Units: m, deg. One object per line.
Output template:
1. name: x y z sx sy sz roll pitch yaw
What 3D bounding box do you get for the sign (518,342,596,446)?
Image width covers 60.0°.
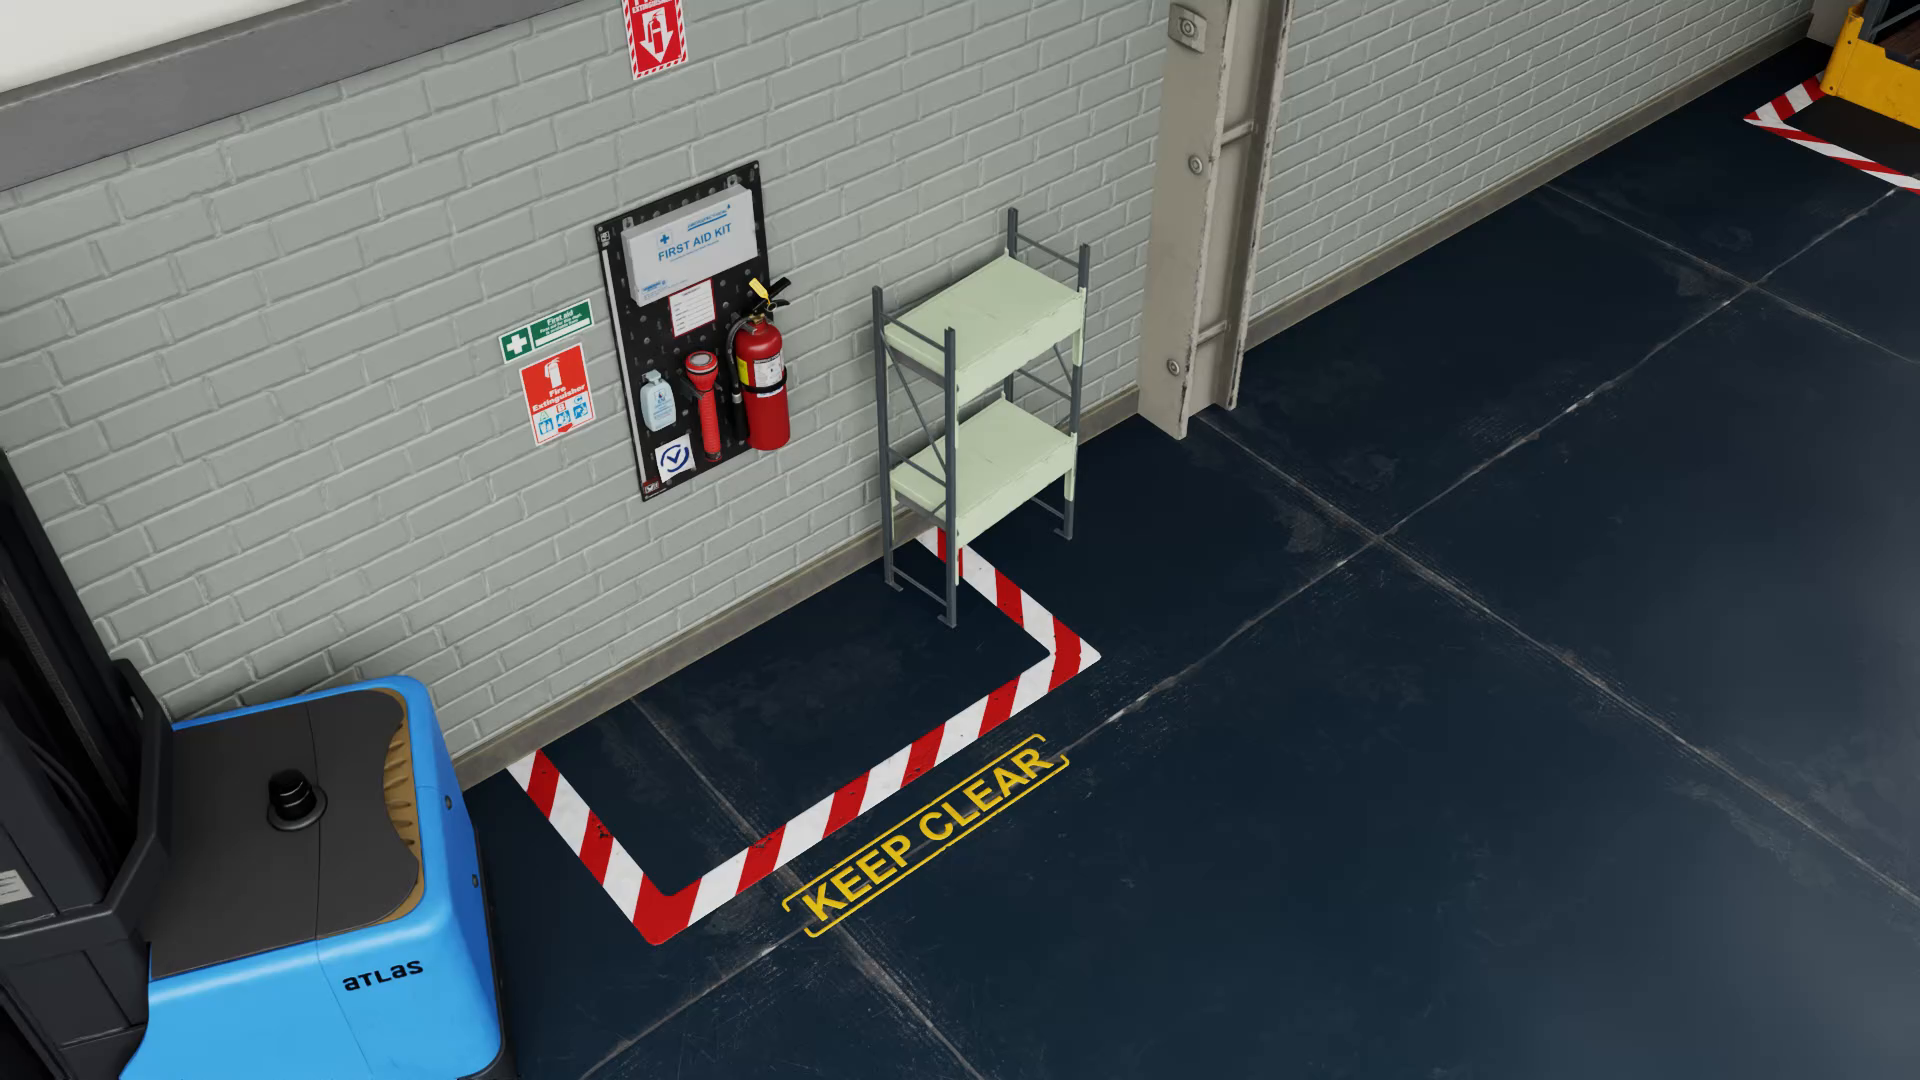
1. sign: -1.340 -0.484 5.548 0.234 0.329 0.001 -30 51 -28

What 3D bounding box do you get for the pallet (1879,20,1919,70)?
1. pallet: 6.395 -2.954 10.241 1.213 0.211 1.003 -30 51 -28

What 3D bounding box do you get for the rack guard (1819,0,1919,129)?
1. rack guard: 5.749 -2.721 9.782 0.348 0.500 1.175 -30 51 -28

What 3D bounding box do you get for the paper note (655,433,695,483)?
1. paper note: -1.030 -0.297 6.019 0.142 0.148 0.016 -30 51 -28

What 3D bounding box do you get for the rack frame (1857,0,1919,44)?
1. rack frame: 5.691 -3.599 8.891 0.127 3.000 1.000 -30 51 -28

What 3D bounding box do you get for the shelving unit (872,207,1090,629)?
1. shelving unit: 0.085 -0.462 6.646 0.431 1.500 0.755 33 52 30

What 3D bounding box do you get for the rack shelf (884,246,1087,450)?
1. rack shelf: 0.085 -0.746 6.379 0.431 0.370 0.720 33 52 30

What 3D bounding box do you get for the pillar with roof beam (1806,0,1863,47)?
1. pillar with roof beam: 8.435 -4.287 5.241 0.400 9.000 9.100 -30 51 -28

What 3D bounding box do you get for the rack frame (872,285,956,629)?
1. rack frame: -0.168 -0.280 6.453 0.400 1.500 0.023 33 52 30

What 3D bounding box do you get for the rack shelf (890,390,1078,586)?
1. rack shelf: 0.085 -0.224 6.869 0.431 0.370 0.720 33 52 30

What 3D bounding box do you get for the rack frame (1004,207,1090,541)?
1. rack frame: 0.337 -0.643 6.839 0.400 1.500 0.023 33 52 30

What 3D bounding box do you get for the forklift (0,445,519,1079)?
1. forklift: -2.980 0.745 4.316 3.031 2.935 1.130 -12 45 -13

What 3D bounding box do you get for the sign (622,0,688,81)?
1. sign: -0.920 -1.553 5.020 0.199 0.298 0.001 -30 51 -28

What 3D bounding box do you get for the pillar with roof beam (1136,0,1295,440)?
1. pillar with roof beam: 3.832 -1.651 2.435 0.400 9.000 9.100 -30 51 -28

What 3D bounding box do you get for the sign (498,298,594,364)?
1. sign: -1.331 -0.674 5.364 0.331 0.109 0.001 -30 51 -28

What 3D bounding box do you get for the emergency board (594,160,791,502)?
1. emergency board: -0.850 -0.660 5.761 0.643 1.169 0.194 -30 51 -28
